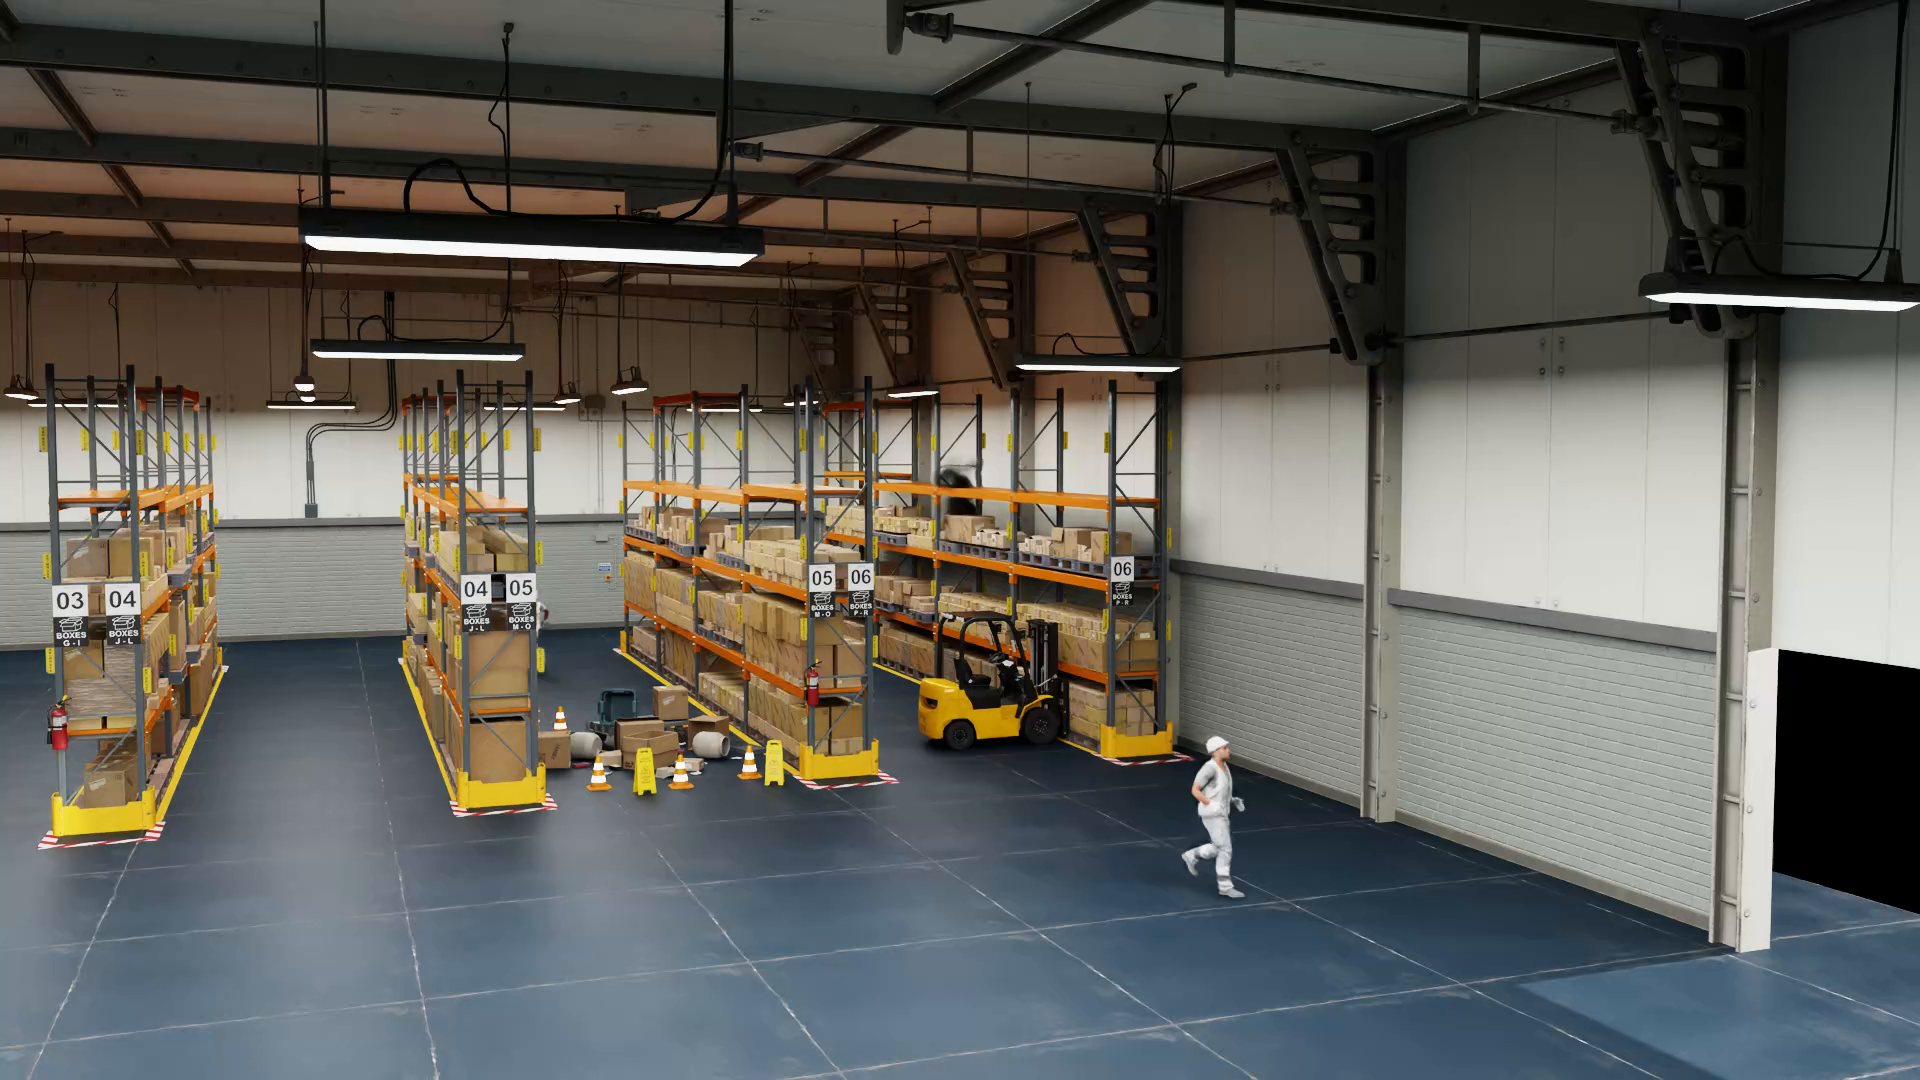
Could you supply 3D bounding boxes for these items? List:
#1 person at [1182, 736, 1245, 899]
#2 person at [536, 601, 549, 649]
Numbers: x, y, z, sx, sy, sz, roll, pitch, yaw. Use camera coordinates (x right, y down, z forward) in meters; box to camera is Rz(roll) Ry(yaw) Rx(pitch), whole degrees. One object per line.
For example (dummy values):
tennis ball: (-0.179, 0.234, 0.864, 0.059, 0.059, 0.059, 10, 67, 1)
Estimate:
person: (2.779, 3.051, 18.423, 0.810, 1.769, 0.659, 2, 4, 32)
person: (-9.491, 1.969, 36.781, 0.669, 1.756, 0.725, -2, 4, -35)
